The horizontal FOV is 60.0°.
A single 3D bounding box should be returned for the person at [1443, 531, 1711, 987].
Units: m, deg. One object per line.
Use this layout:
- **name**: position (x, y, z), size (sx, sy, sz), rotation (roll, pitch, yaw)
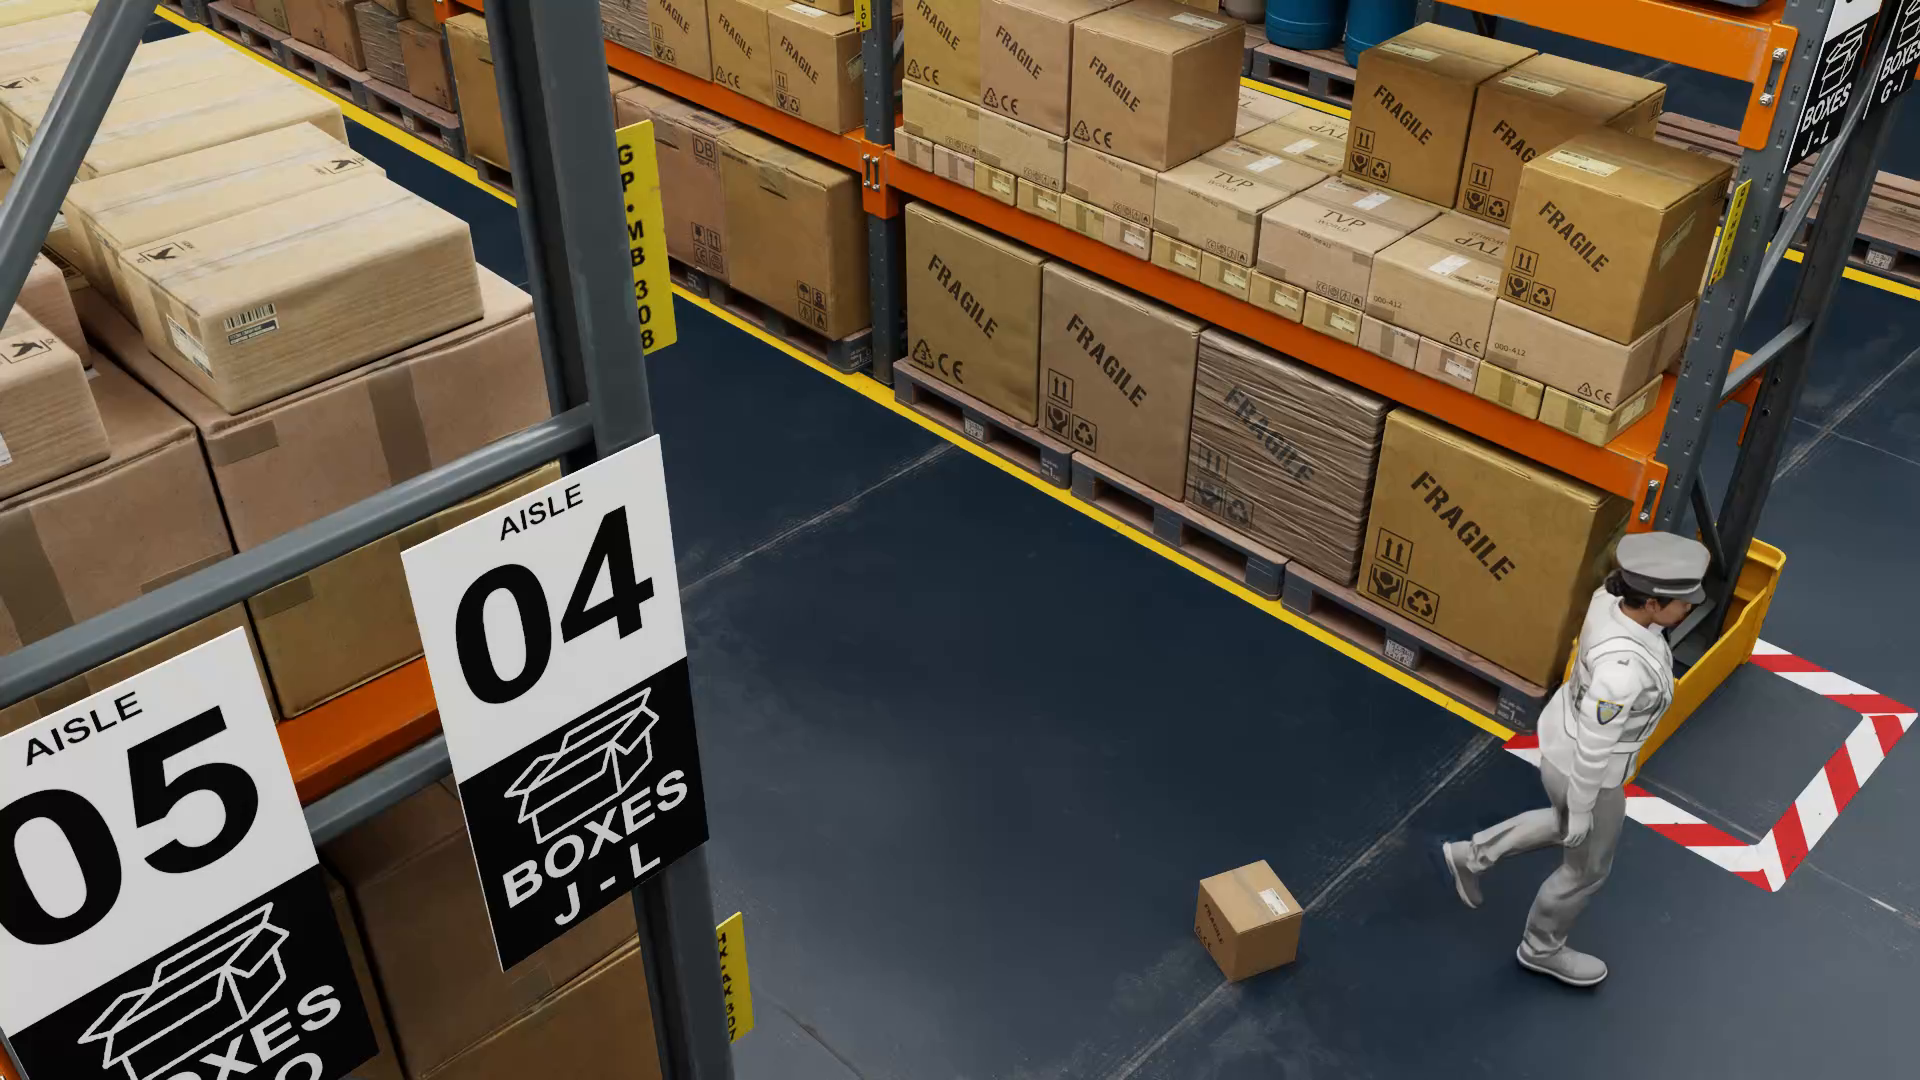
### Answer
- **person**: position (1.902, 0.672, 5.168), size (0.544, 1.653, 0.520), rotation (9, 37, 12)
